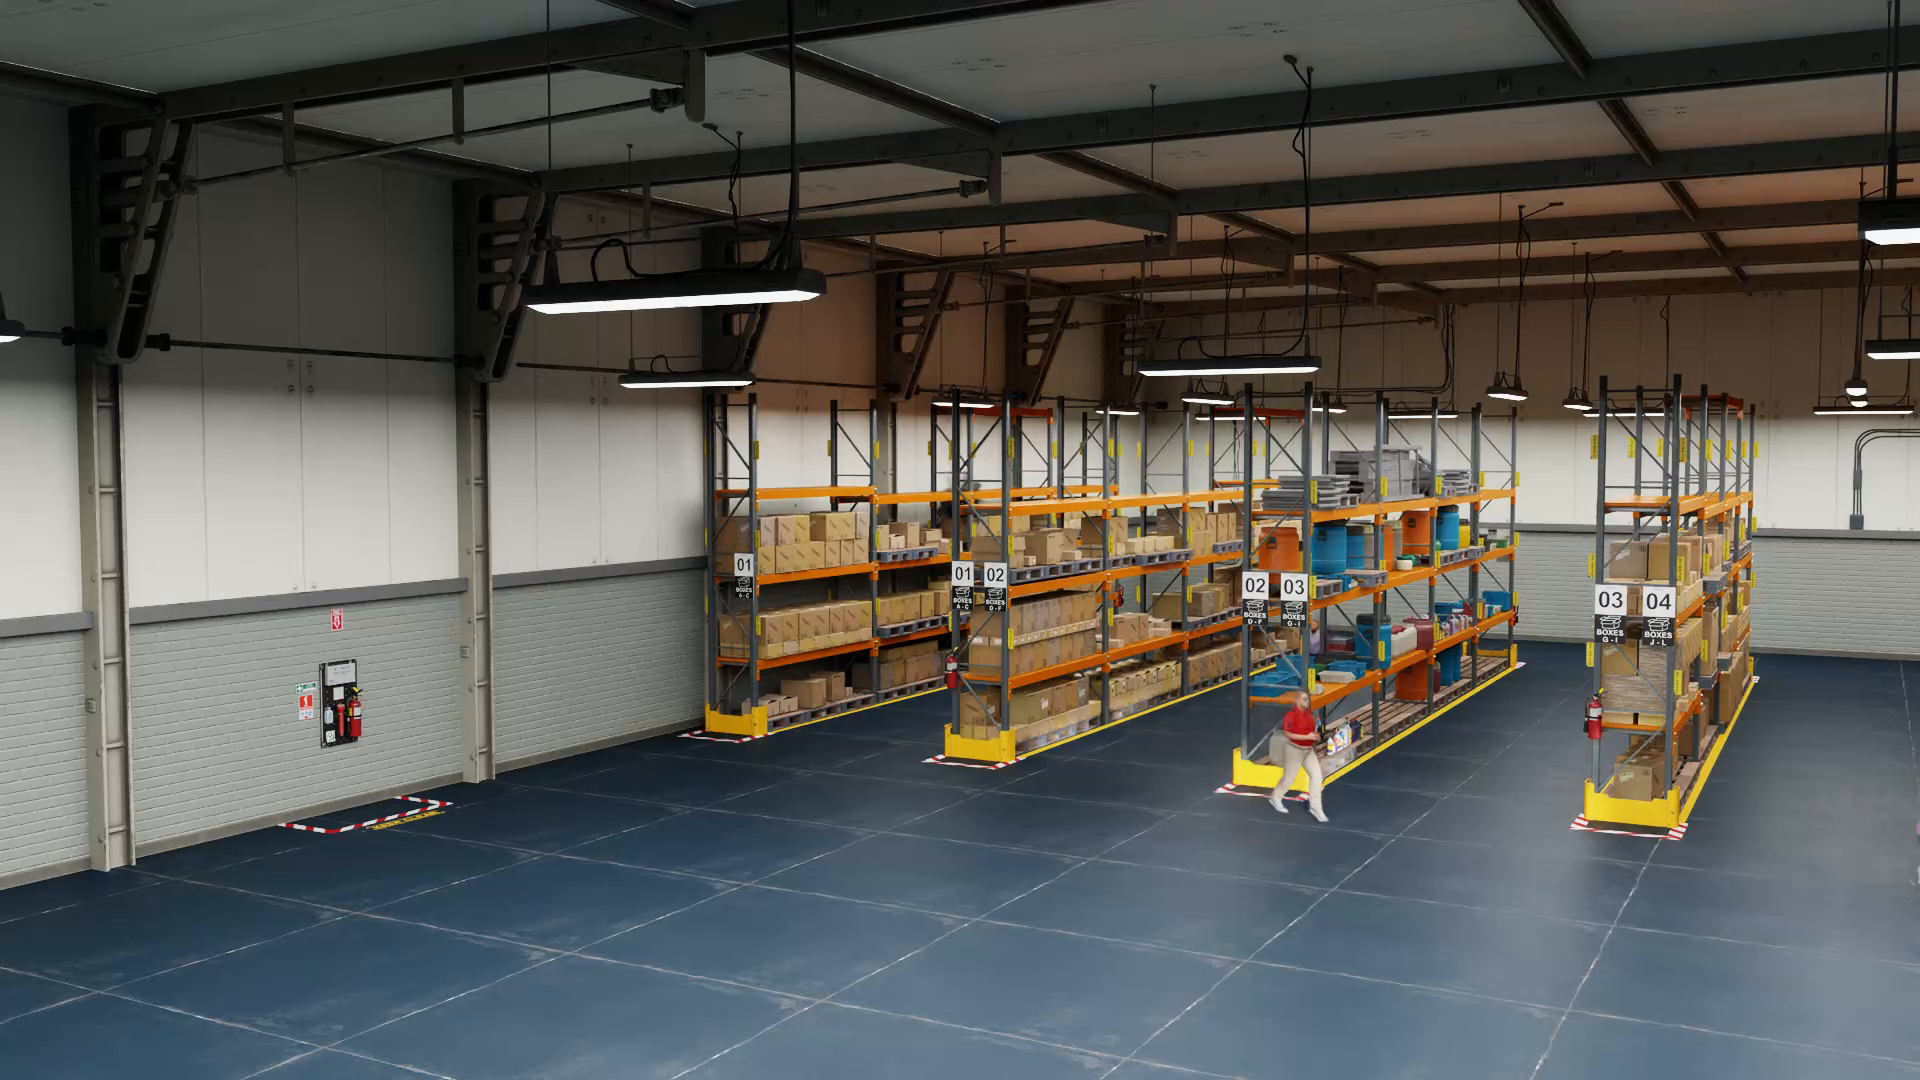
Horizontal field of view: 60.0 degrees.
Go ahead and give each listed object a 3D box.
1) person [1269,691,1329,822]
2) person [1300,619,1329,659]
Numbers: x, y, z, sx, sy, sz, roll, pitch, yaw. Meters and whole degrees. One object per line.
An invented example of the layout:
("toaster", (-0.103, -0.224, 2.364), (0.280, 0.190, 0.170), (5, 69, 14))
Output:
("person", (4.583, 2.925, 22.621), (0.615, 1.778, 0.898), (-2, 4, -34))
("person", (7.165, 2.400, 33.566), (0.627, 1.620, 0.647), (2, 3, 27))
